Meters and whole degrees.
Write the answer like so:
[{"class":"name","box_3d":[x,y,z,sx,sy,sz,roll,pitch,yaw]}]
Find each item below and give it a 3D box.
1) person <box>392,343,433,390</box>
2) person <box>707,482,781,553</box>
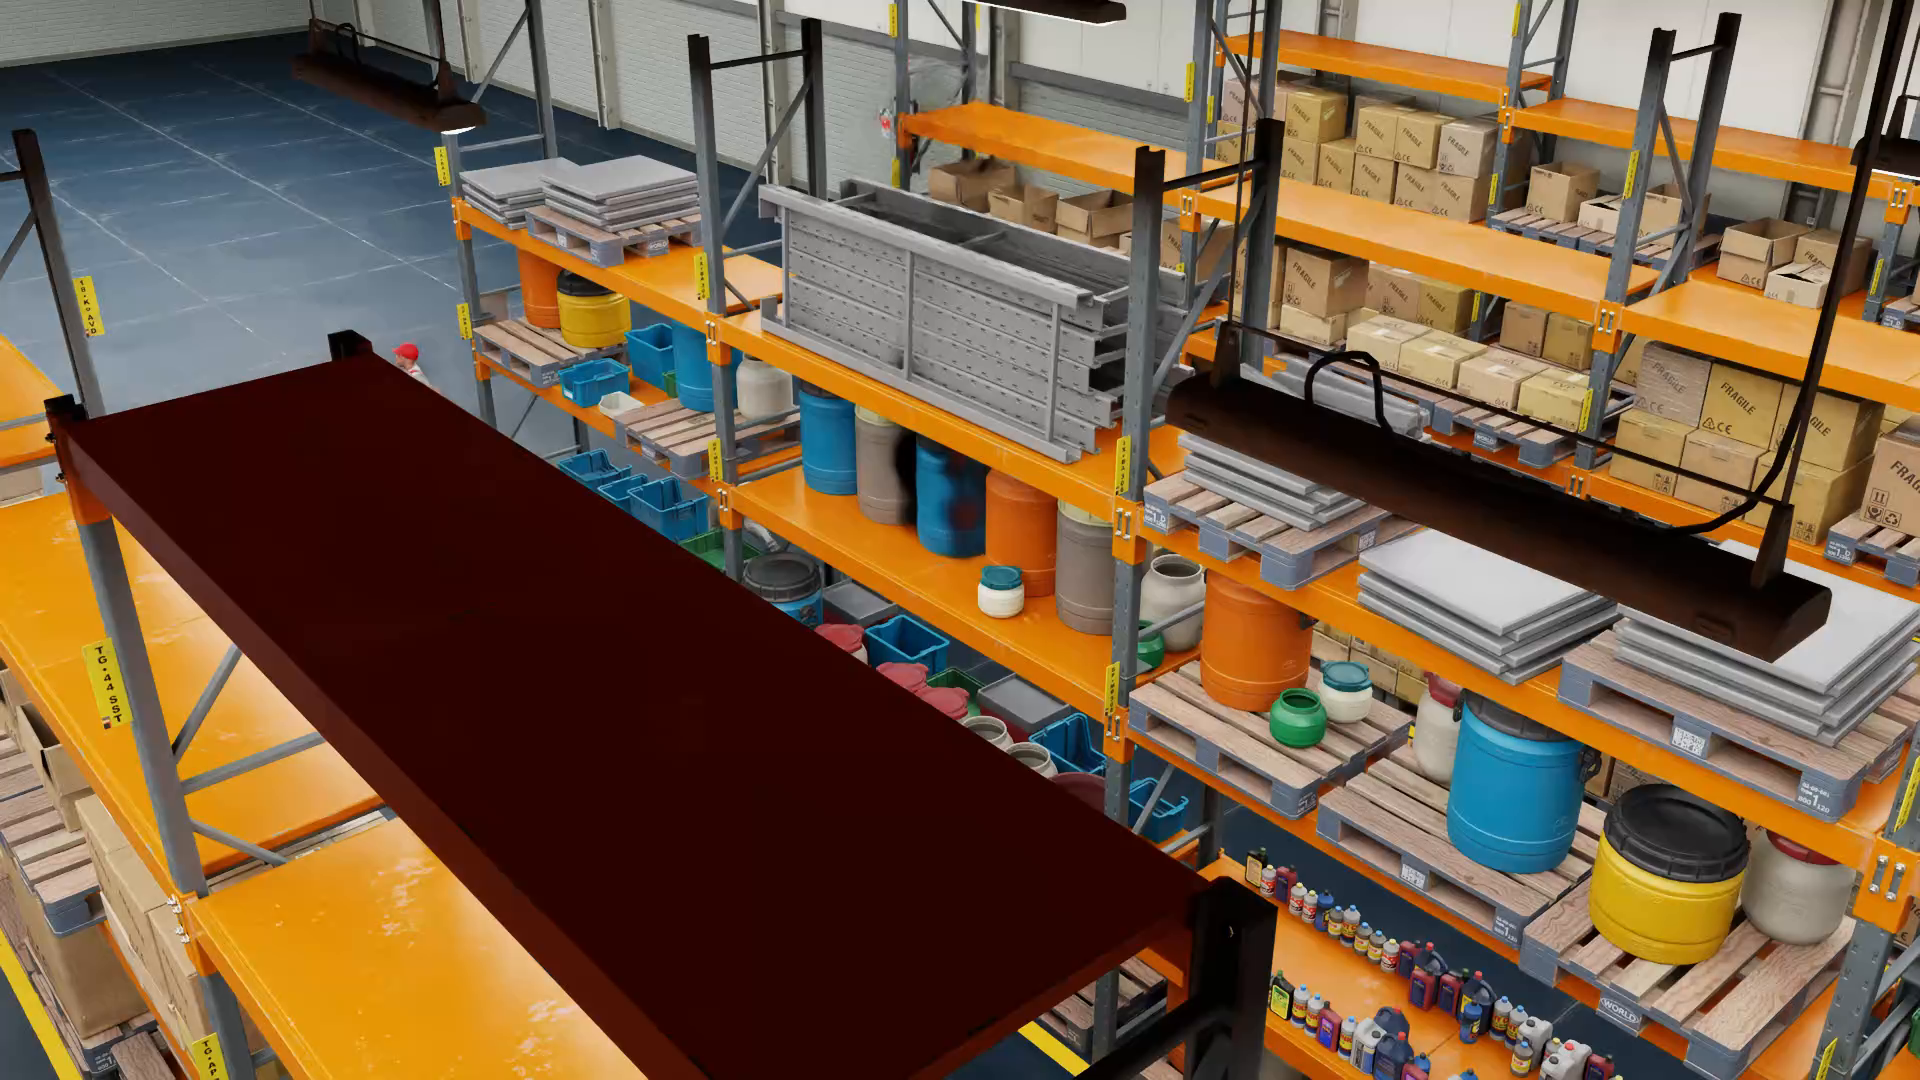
[{"class":"person","box_3d":[-5.923,-1.303,18.130,0.979,1.780,0.656,-8,28,-16]},{"class":"person","box_3d":[-2.256,-0.451,16.620,1.095,1.708,0.581,16,31,29]}]
